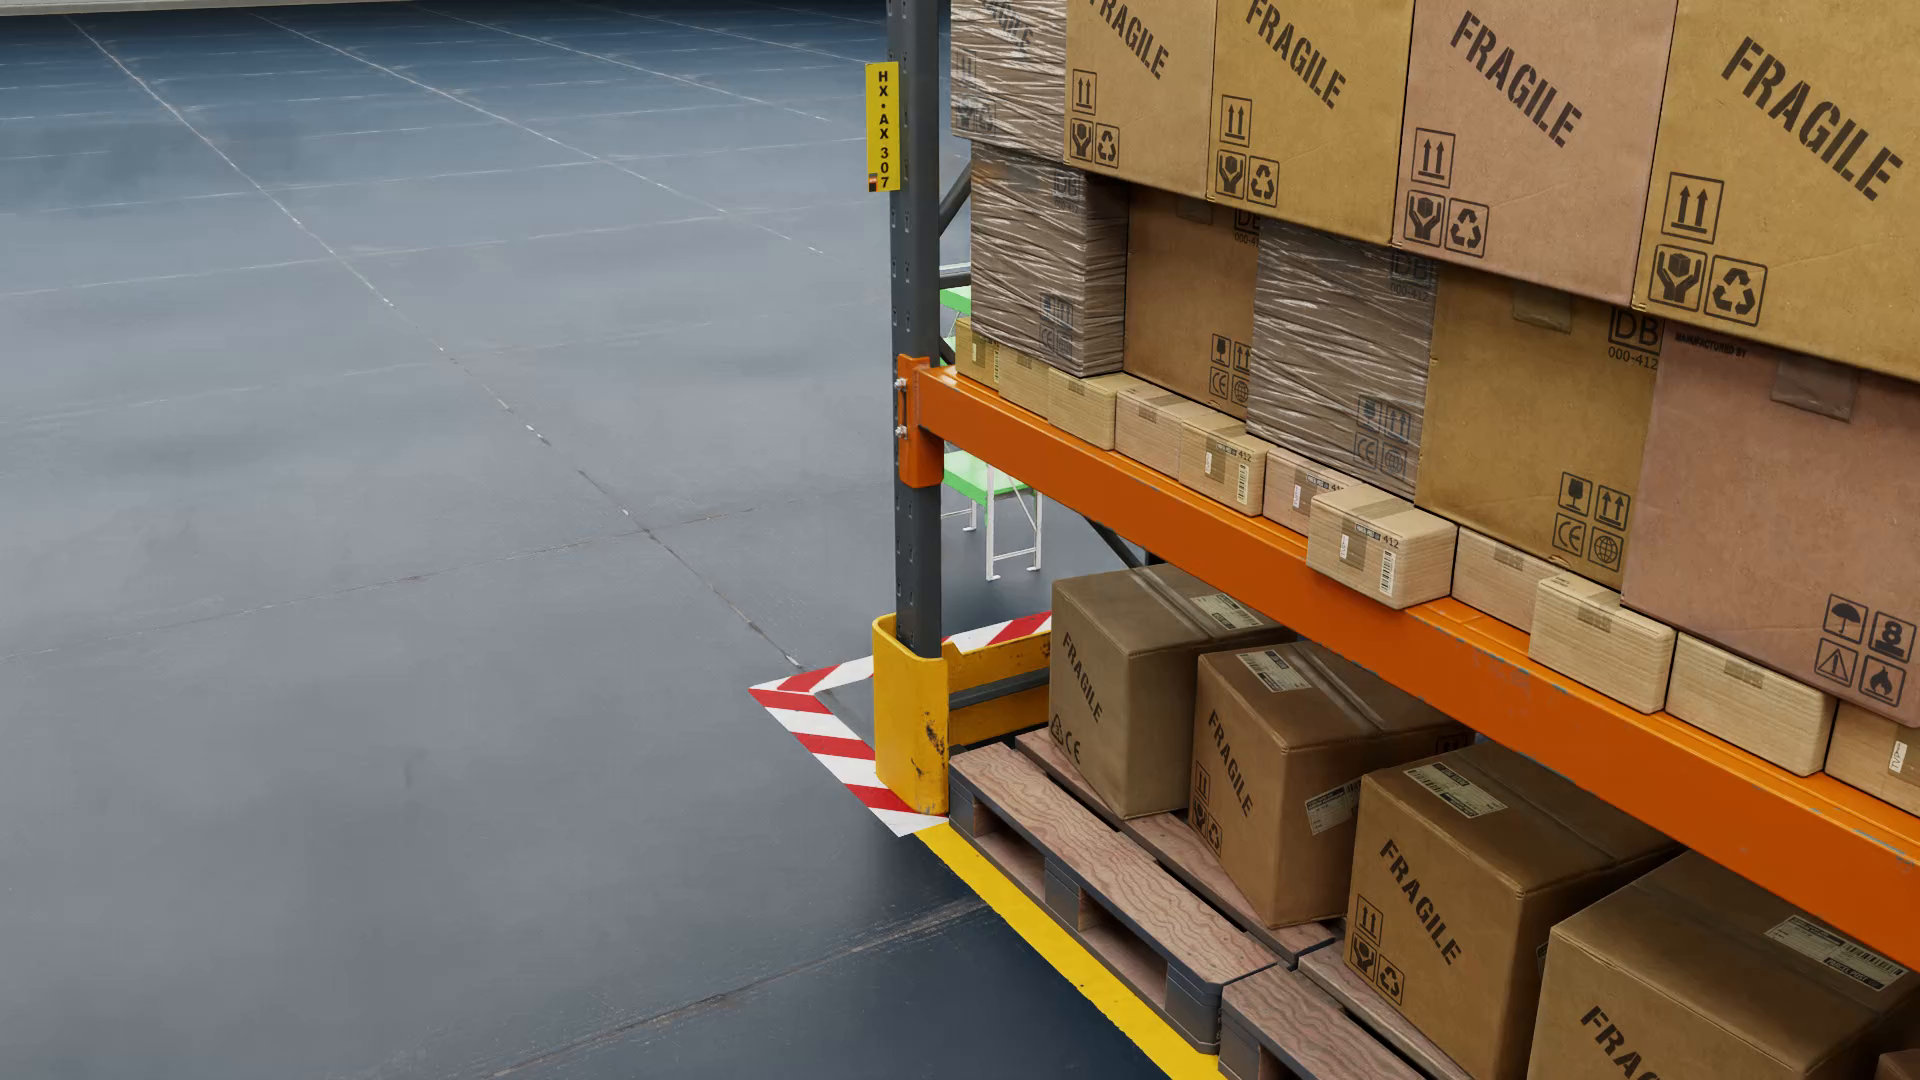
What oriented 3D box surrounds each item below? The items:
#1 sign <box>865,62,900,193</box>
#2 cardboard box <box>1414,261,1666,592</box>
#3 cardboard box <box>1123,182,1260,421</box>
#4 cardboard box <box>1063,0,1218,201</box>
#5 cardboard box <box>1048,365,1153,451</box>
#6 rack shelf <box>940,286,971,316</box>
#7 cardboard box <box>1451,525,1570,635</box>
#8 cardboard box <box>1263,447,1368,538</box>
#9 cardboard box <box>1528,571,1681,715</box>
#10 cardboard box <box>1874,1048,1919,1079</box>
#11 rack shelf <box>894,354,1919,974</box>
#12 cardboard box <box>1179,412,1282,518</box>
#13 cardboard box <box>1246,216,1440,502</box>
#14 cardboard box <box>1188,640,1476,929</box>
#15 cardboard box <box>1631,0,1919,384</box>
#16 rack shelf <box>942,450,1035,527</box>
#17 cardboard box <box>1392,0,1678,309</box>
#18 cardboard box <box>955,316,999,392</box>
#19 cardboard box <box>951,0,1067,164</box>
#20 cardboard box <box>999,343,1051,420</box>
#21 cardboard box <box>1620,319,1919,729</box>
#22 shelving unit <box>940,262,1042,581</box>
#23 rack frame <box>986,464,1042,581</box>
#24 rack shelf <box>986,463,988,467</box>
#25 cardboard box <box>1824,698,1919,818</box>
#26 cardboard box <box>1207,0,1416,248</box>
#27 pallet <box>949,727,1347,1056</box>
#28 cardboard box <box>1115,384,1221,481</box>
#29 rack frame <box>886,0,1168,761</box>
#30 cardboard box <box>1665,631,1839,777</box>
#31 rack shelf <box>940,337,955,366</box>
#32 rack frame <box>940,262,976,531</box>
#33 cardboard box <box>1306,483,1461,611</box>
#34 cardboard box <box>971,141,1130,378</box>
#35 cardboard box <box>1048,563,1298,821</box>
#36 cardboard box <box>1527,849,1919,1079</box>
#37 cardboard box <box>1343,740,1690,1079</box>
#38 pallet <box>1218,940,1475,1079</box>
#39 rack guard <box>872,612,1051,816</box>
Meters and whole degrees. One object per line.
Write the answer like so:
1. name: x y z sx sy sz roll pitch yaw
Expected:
1. sign: -0.196 -1.068 4.305 0.100 0.325 0.005 -13 25 -28
2. cardboard box: 1.350 -0.299 3.035 0.875 0.500 0.500 -13 25 -28
3. cardboard box: 0.886 -0.633 3.858 0.875 0.500 0.500 -13 25 -28
4. cardboard box: 0.566 -1.025 3.494 0.500 0.500 0.500 -13 25 -28
5. cardboard box: 0.437 -0.348 4.018 0.380 0.149 0.250 -13 25 -28
6. rack shelf: 0.085 -0.888 6.297 0.258 0.148 0.480 -13 25 -28
7. cardboard box: 1.136 0.043 3.056 0.380 0.149 0.250 -13 25 -28
8. cardboard box: 0.855 -0.113 3.440 0.380 0.149 0.250 -13 25 -28
9. cardboard box: 1.198 0.139 2.820 0.380 0.149 0.250 -13 25 -28
10. cardboard box: 1.845 1.166 2.721 0.500 0.500 0.500 -5 23 -11
11. rack shelf: 1.292 0.210 3.268 1.077 0.370 4.000 -13 25 -28
12. cardboard box: 0.704 -0.189 3.627 0.380 0.149 0.250 -13 25 -28
13. cardboard box: 1.105 -0.463 3.439 0.875 0.500 0.500 -13 25 -28
14. cardboard box: 0.910 0.585 4.152 0.500 0.500 0.500 -6 23 -14
15. cardboard box: 1.336 -0.540 2.301 0.500 0.500 0.500 -13 25 -28
16. rack shelf: 0.085 -0.221 6.568 0.258 0.148 0.480 -13 25 -28
17. cardboard box: 1.084 -0.703 2.701 0.500 0.500 0.500 -13 25 -28
18. cardboard box: 0.211 -0.517 4.433 0.380 0.149 0.250 -13 25 -28
19. cardboard box: 0.317 -1.188 3.895 0.500 0.500 0.500 -13 25 -28
20. cardboard box: 0.322 -0.432 4.224 0.380 0.149 0.250 -13 25 -28
21. cardboard box: 1.570 -0.129 2.618 0.875 0.500 0.500 -13 25 -28
22. shelving unit: 0.085 -0.502 6.454 0.258 1.200 0.503 -13 25 -28
23. rack frame: 0.209 -0.423 6.259 0.240 1.200 0.015 -13 25 -28
24. rack shelf: 0.085 -0.443 6.478 0.258 0.148 0.480 -13 25 -28
25. cardboard box: 1.518 0.286 2.458 0.380 0.149 0.250 -13 25 -28
26. cardboard box: 0.823 -0.863 3.096 0.500 0.500 0.500 -13 25 -28
27. pallet: 0.694 0.815 4.526 1.003 0.211 1.213 -13 25 -28
28. cardboard box: 0.583 -0.271 3.829 0.380 0.149 0.250 -13 25 -28
29. rack frame: 0.270 -0.771 4.725 1.000 3.000 0.127 -13 25 -28
30. cardboard box: 1.355 0.213 2.638 0.380 0.149 0.250 -13 25 -28
31. rack shelf: 0.085 -0.665 6.387 0.258 0.148 0.480 -13 25 -28
32. rack frame: -0.040 -0.581 6.648 0.240 1.200 0.015 -13 25 -28
33. cardboard box: 0.894 -0.012 3.192 0.380 0.149 0.250 -13 25 -28
34. cardboard box: 0.528 -0.772 4.199 0.875 0.500 0.500 -13 25 -28
35. cardboard box: 0.575 0.398 4.612 0.500 0.500 0.500 -8 23 -18
36. cardboard box: 1.460 0.980 3.178 0.500 0.500 0.500 -15 27 -33
37. cardboard box: 1.213 0.791 3.644 0.500 0.500 0.500 -10 24 -23
38. pallet: 1.313 1.209 3.555 1.003 0.211 1.213 -13 25 -28
39. rack guard: 0.309 0.411 5.135 1.175 0.500 0.348 -13 25 -28
